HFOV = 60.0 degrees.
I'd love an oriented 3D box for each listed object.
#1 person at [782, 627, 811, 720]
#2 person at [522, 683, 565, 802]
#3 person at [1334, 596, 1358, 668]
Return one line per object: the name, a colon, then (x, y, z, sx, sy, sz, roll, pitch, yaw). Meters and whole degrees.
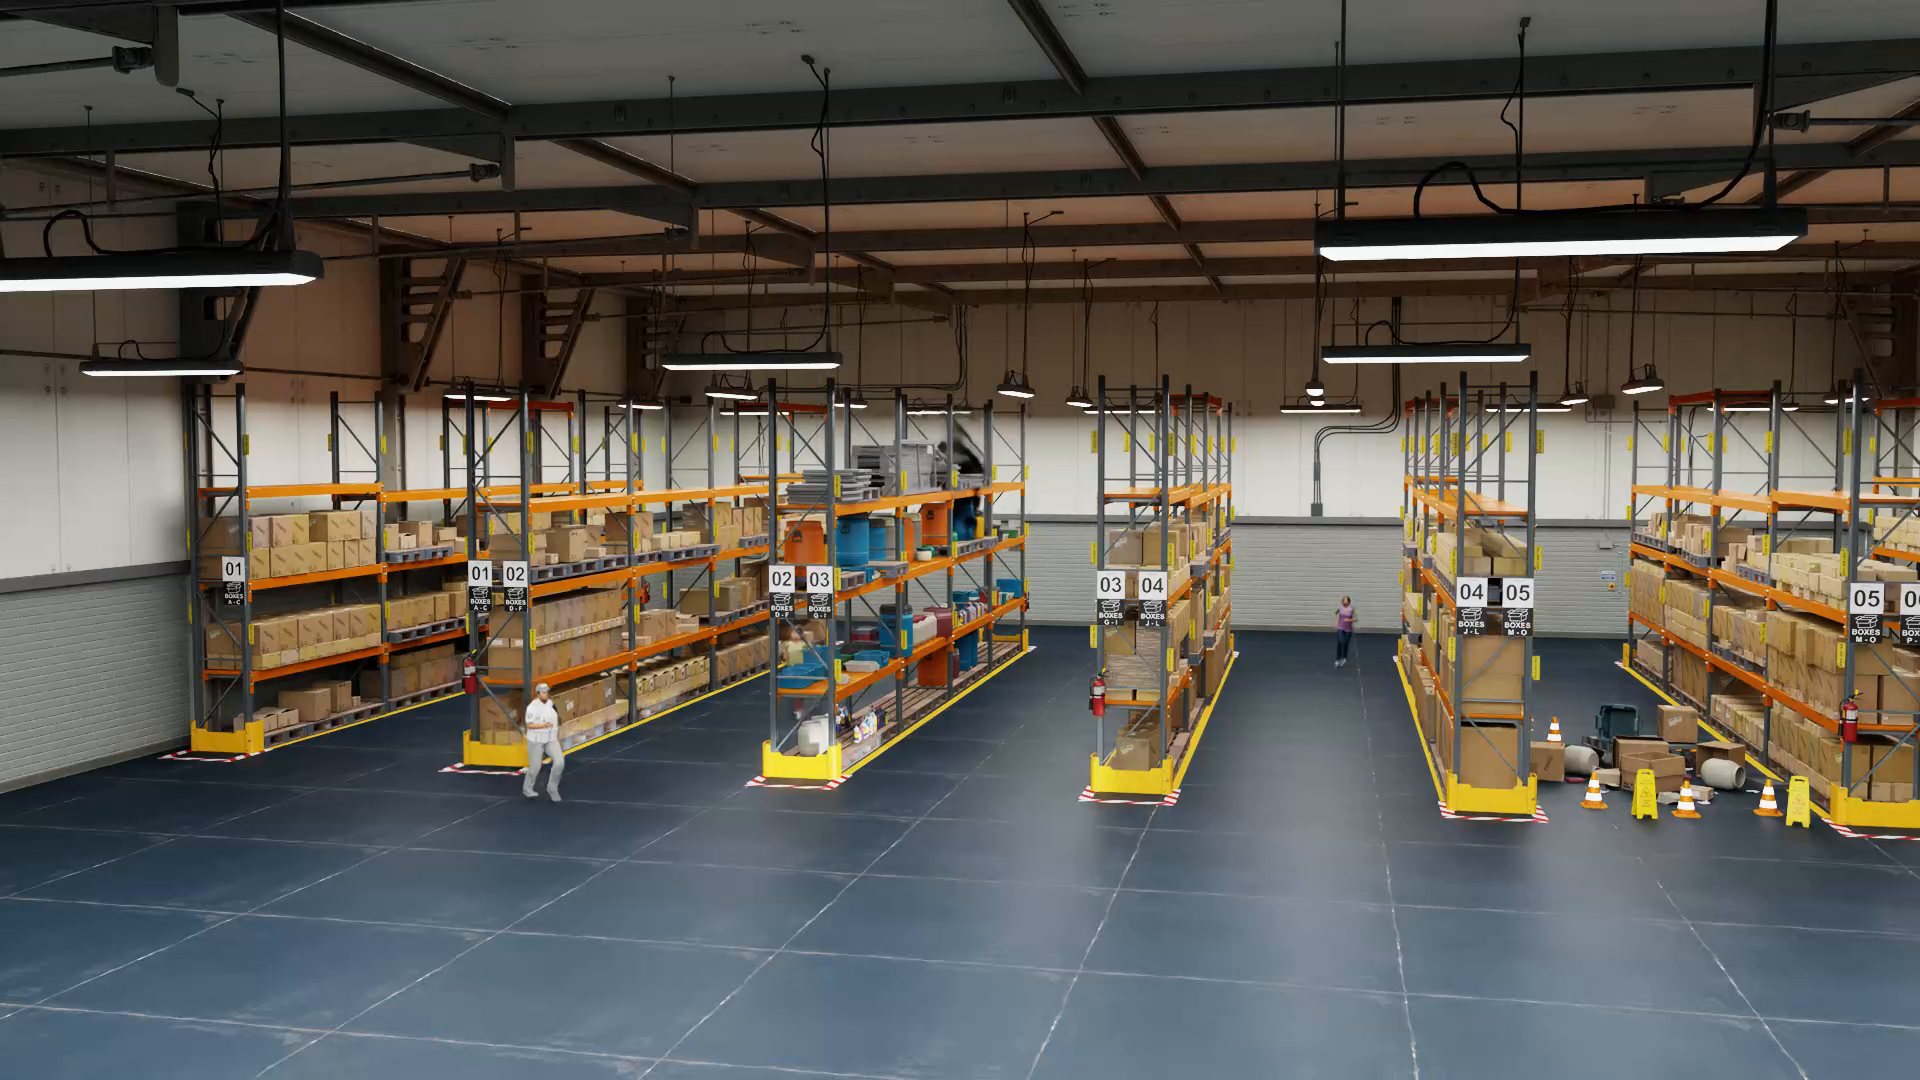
person: (-2.999, 2.417, 30.440, 0.559, 1.664, 0.641, 1, 3, 17)
person: (-5.846, 2.850, 23.328, 0.759, 1.705, 0.554, 3, 4, 42)
person: (8.698, 2.058, 37.489, 0.533, 1.627, 0.665, 1, 3, 14)
